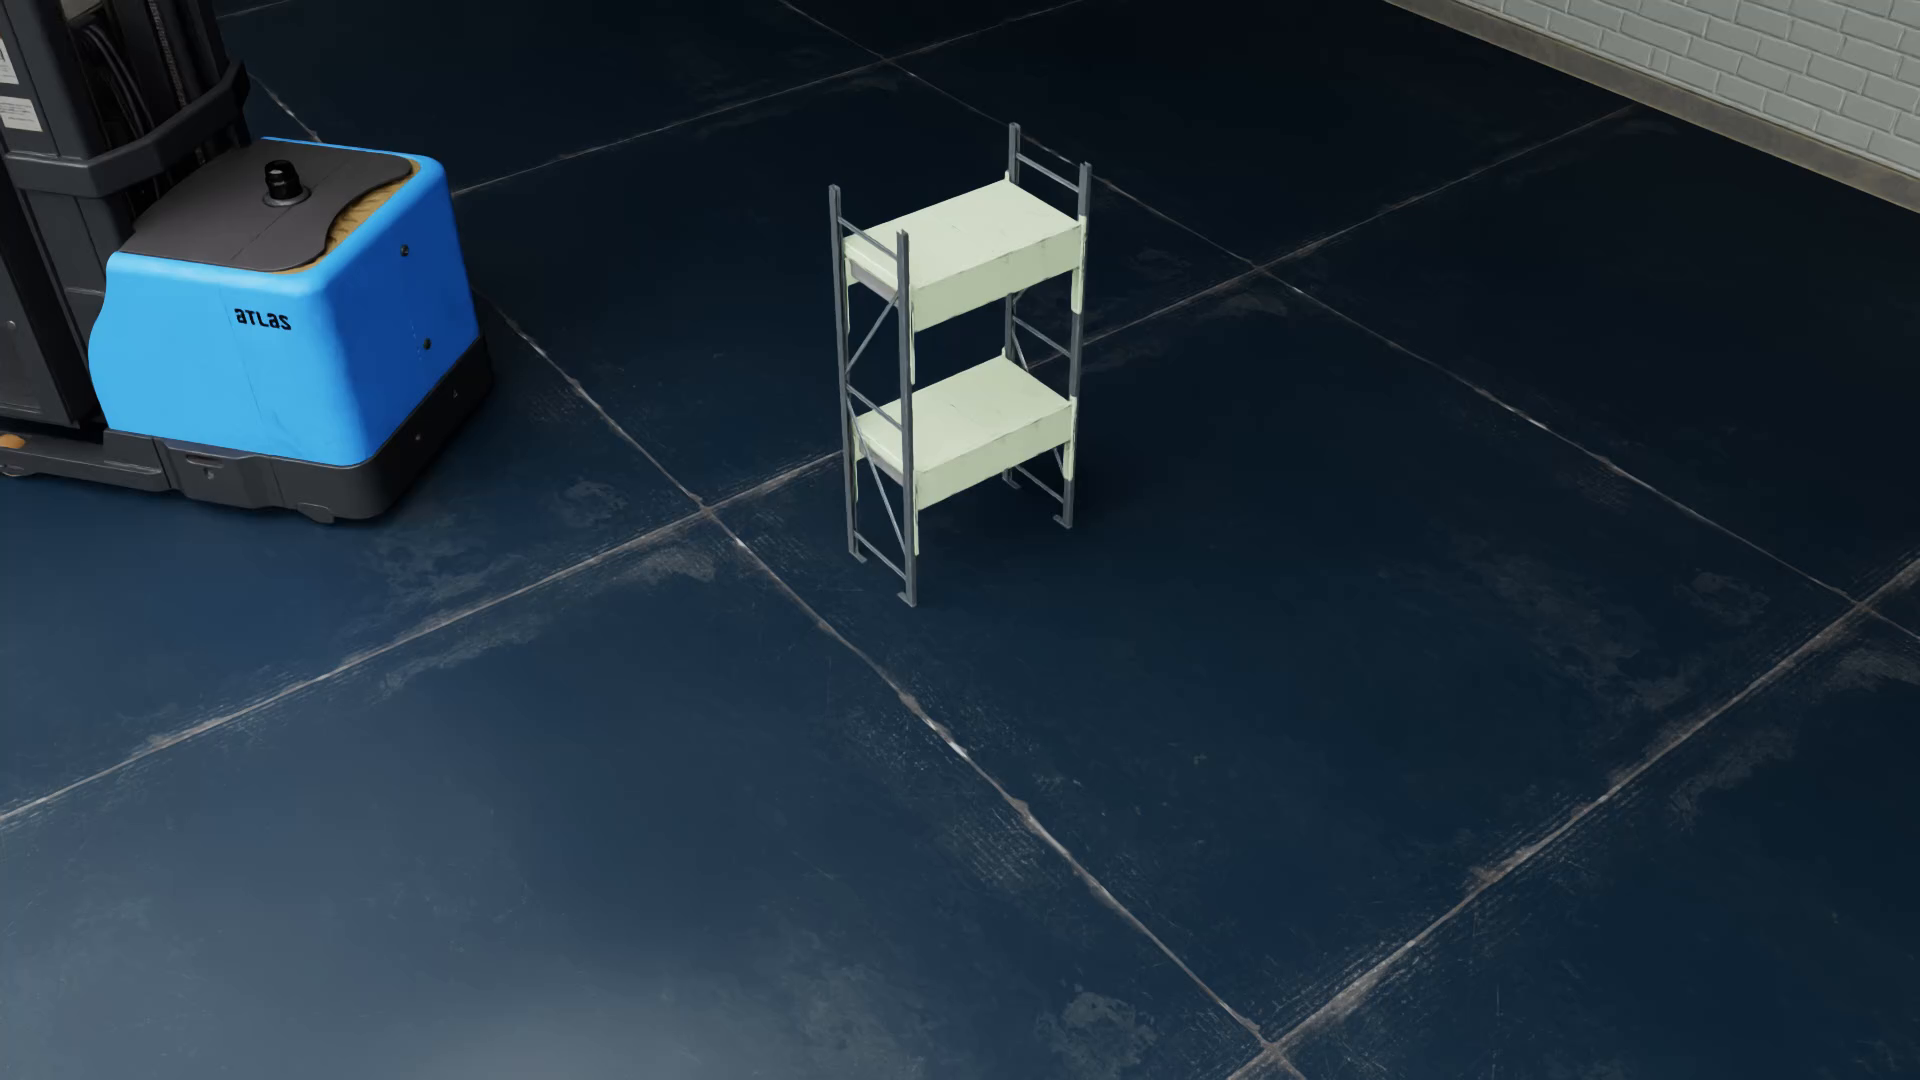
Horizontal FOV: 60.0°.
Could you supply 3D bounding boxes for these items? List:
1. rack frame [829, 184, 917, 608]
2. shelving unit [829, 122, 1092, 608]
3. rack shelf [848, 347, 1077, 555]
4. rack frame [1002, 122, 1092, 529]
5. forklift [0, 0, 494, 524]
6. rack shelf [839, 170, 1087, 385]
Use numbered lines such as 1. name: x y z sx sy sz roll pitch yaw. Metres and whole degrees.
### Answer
1. rack frame: -0.285 -0.441 5.605 0.023 1.500 0.400 -26 46 -28
2. shelving unit: 0.005 -0.582 5.777 0.755 1.500 0.431 -26 46 -28
3. rack shelf: 0.005 -0.330 5.984 0.720 0.370 0.431 -26 46 -28
4. rack frame: 0.295 -0.724 5.950 0.023 1.500 0.400 -26 46 -28
5. forklift: -3.520 -1.697 6.007 3.031 2.935 1.130 9 40 11
6. rack shelf: 0.005 -0.884 5.530 0.720 0.370 0.431 -26 46 -28
